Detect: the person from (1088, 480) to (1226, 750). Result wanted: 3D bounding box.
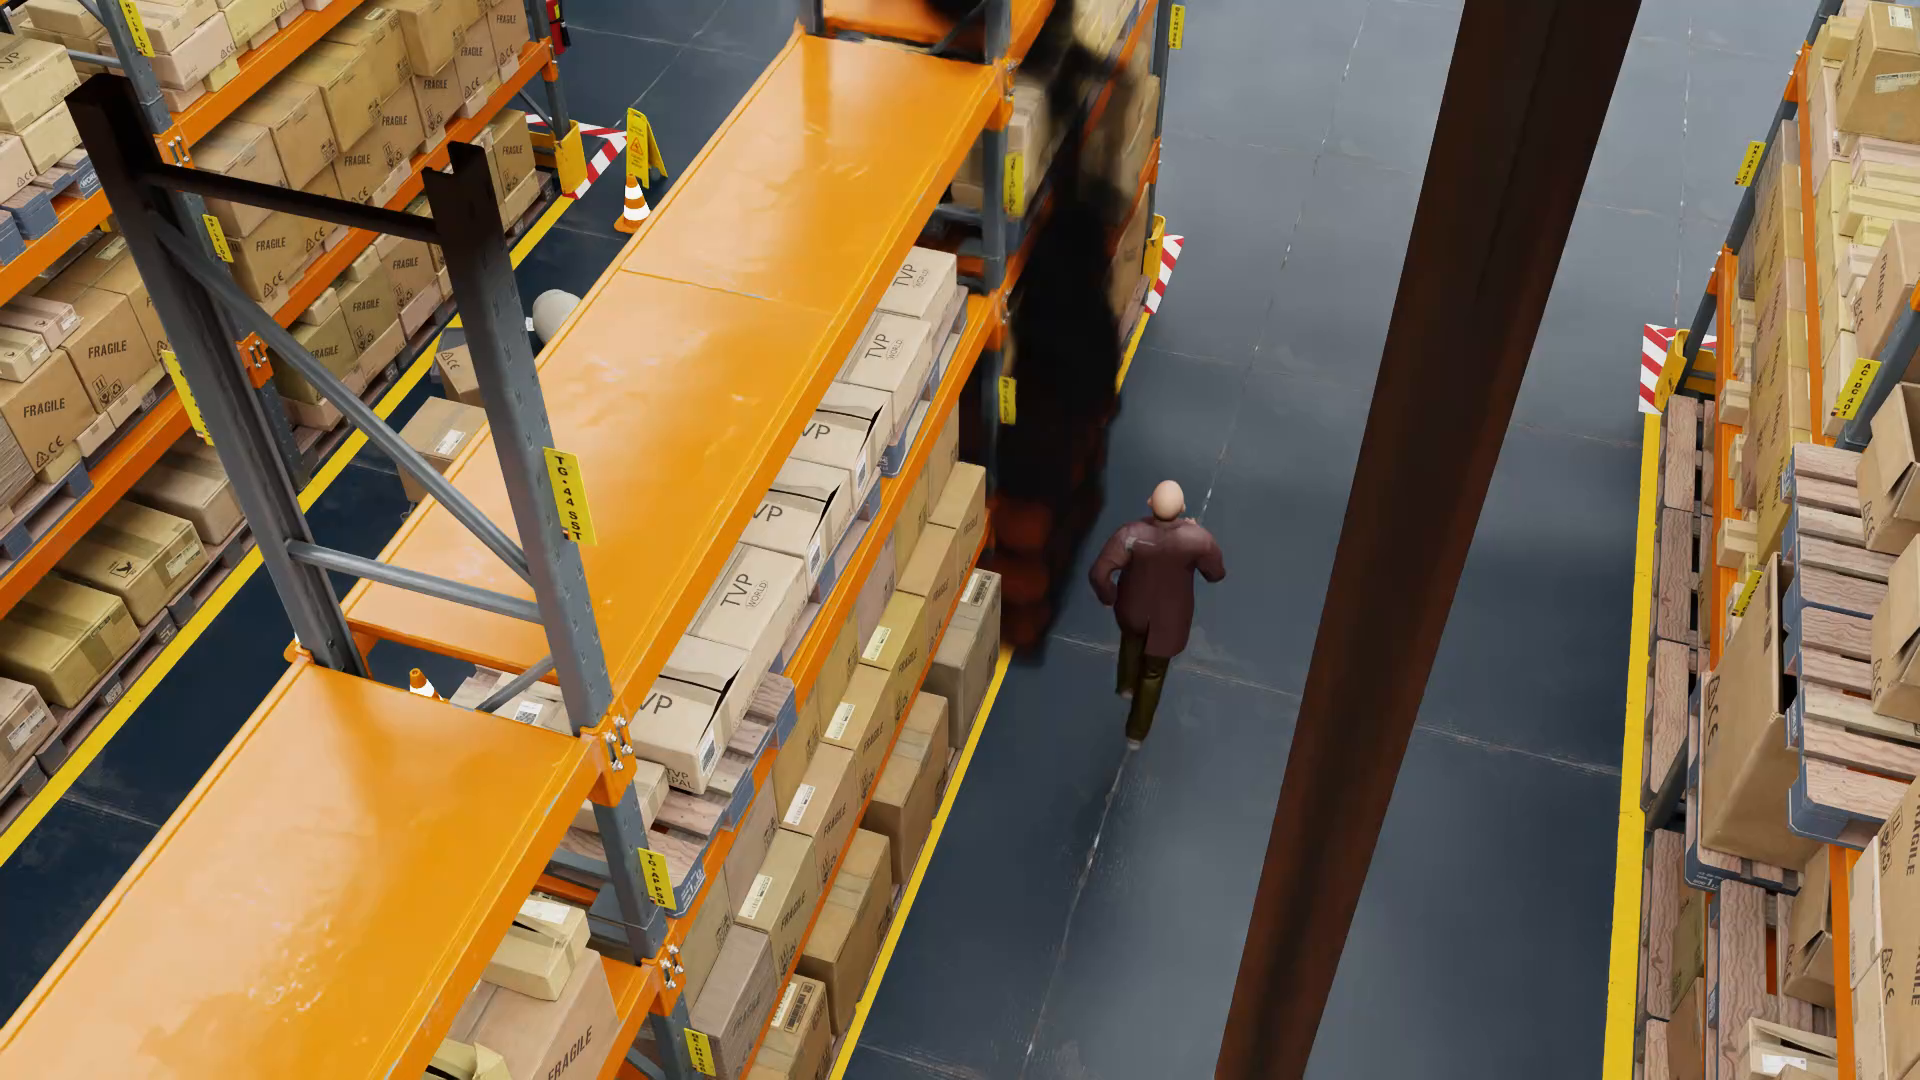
[{"bbox_3d":[1.078,0.384,9.164,0.687,1.888,0.803,12,47,11],"label":"person"}]
